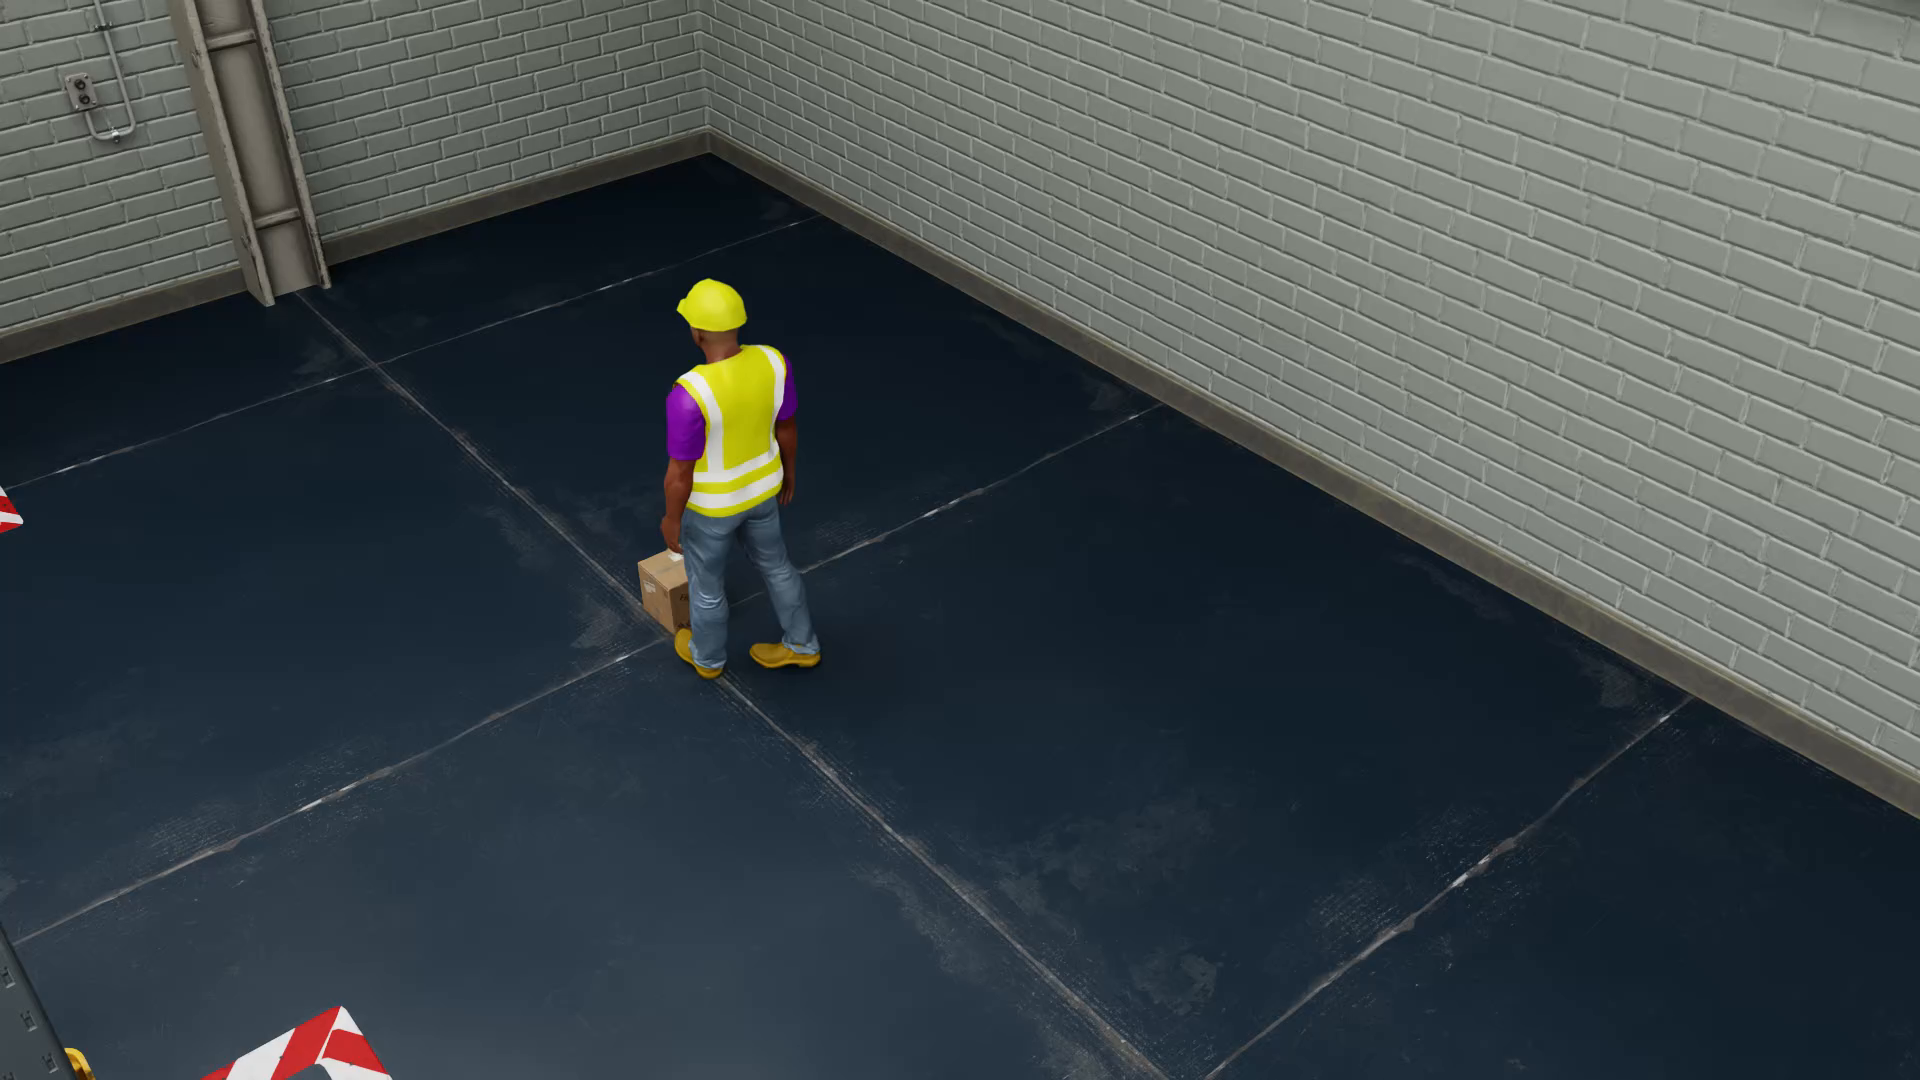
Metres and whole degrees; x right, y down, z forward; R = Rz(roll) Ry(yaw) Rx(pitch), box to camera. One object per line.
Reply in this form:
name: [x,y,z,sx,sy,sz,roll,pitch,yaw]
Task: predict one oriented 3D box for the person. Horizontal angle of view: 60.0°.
person: [-0.924,-0.206,6.413,0.594,1.773,0.564,-30,45,-35]
